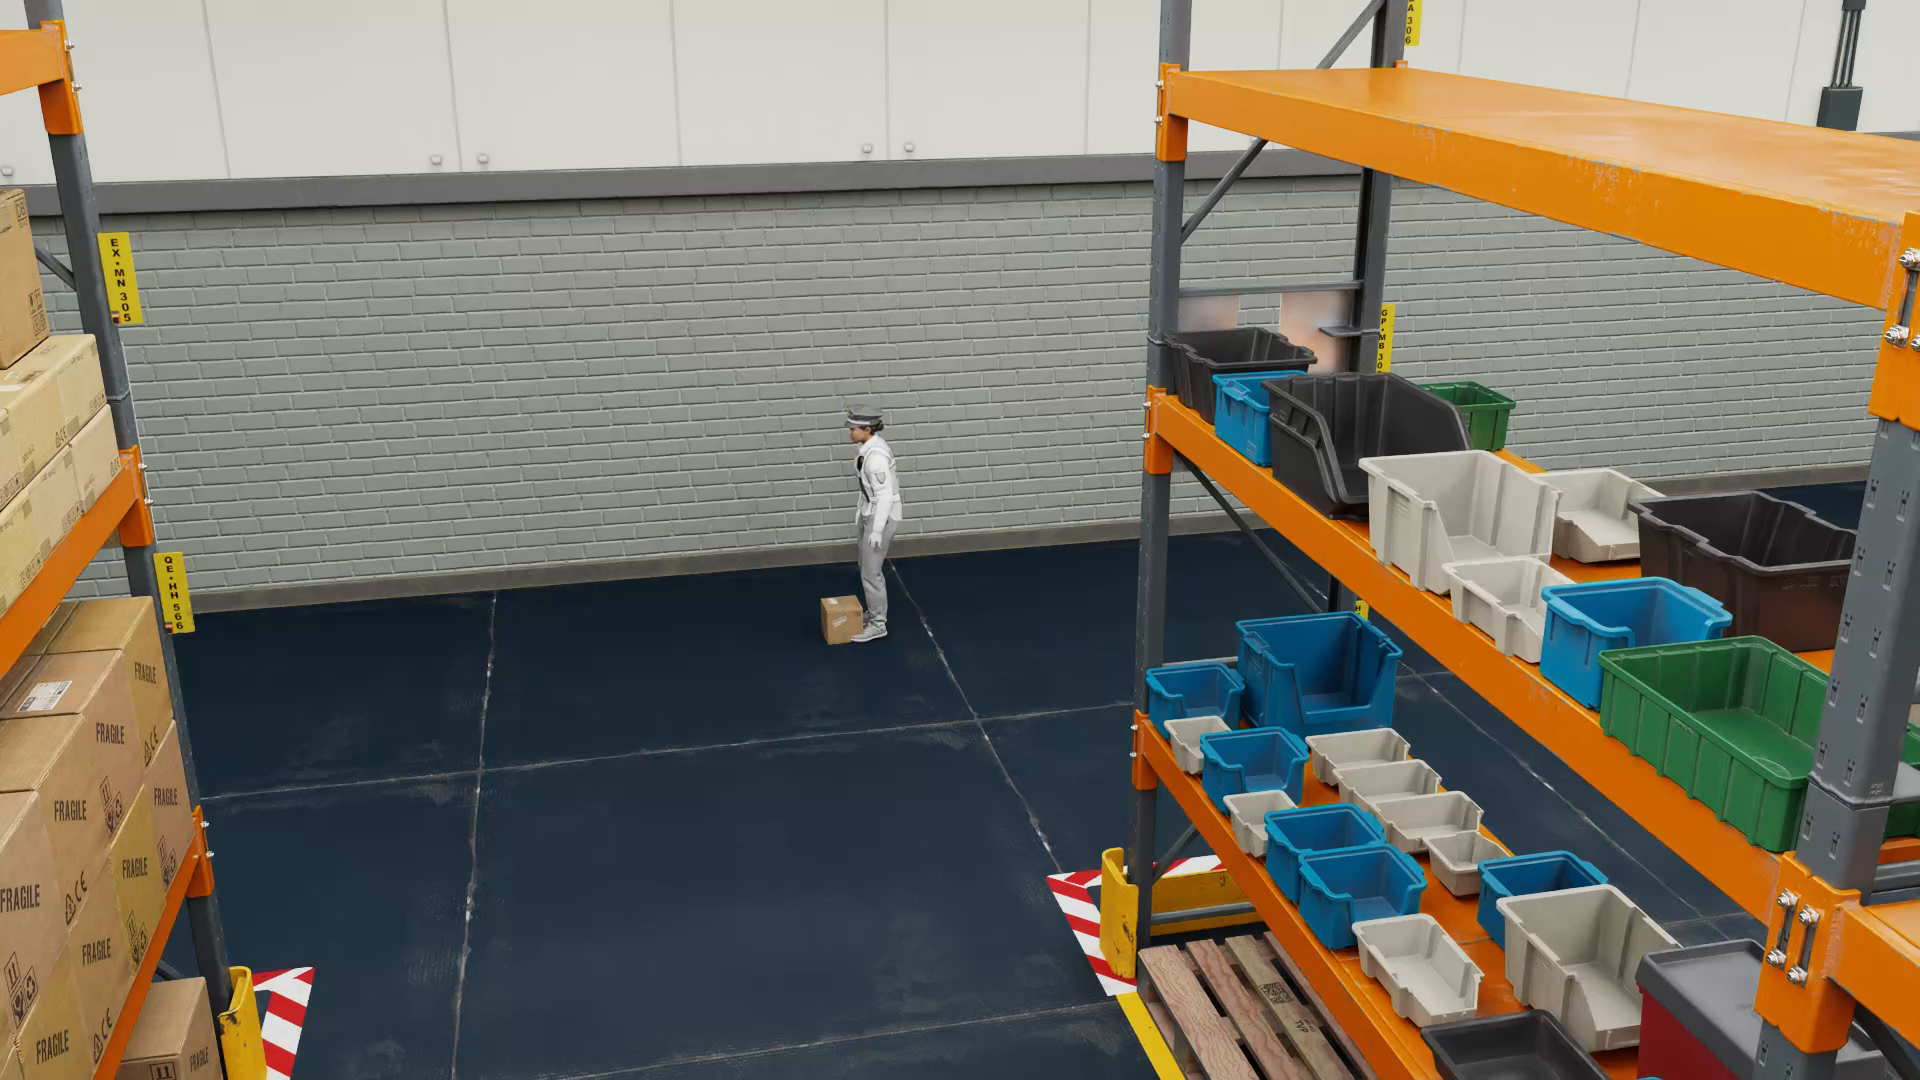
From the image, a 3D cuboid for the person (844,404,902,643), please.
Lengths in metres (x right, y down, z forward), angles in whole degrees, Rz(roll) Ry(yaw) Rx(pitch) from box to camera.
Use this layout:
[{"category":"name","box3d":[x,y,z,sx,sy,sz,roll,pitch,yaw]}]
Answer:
[{"category":"person","box3d":[-0.609,-0.125,11.415,0.405,1.663,0.539,-5,20,-14]}]
